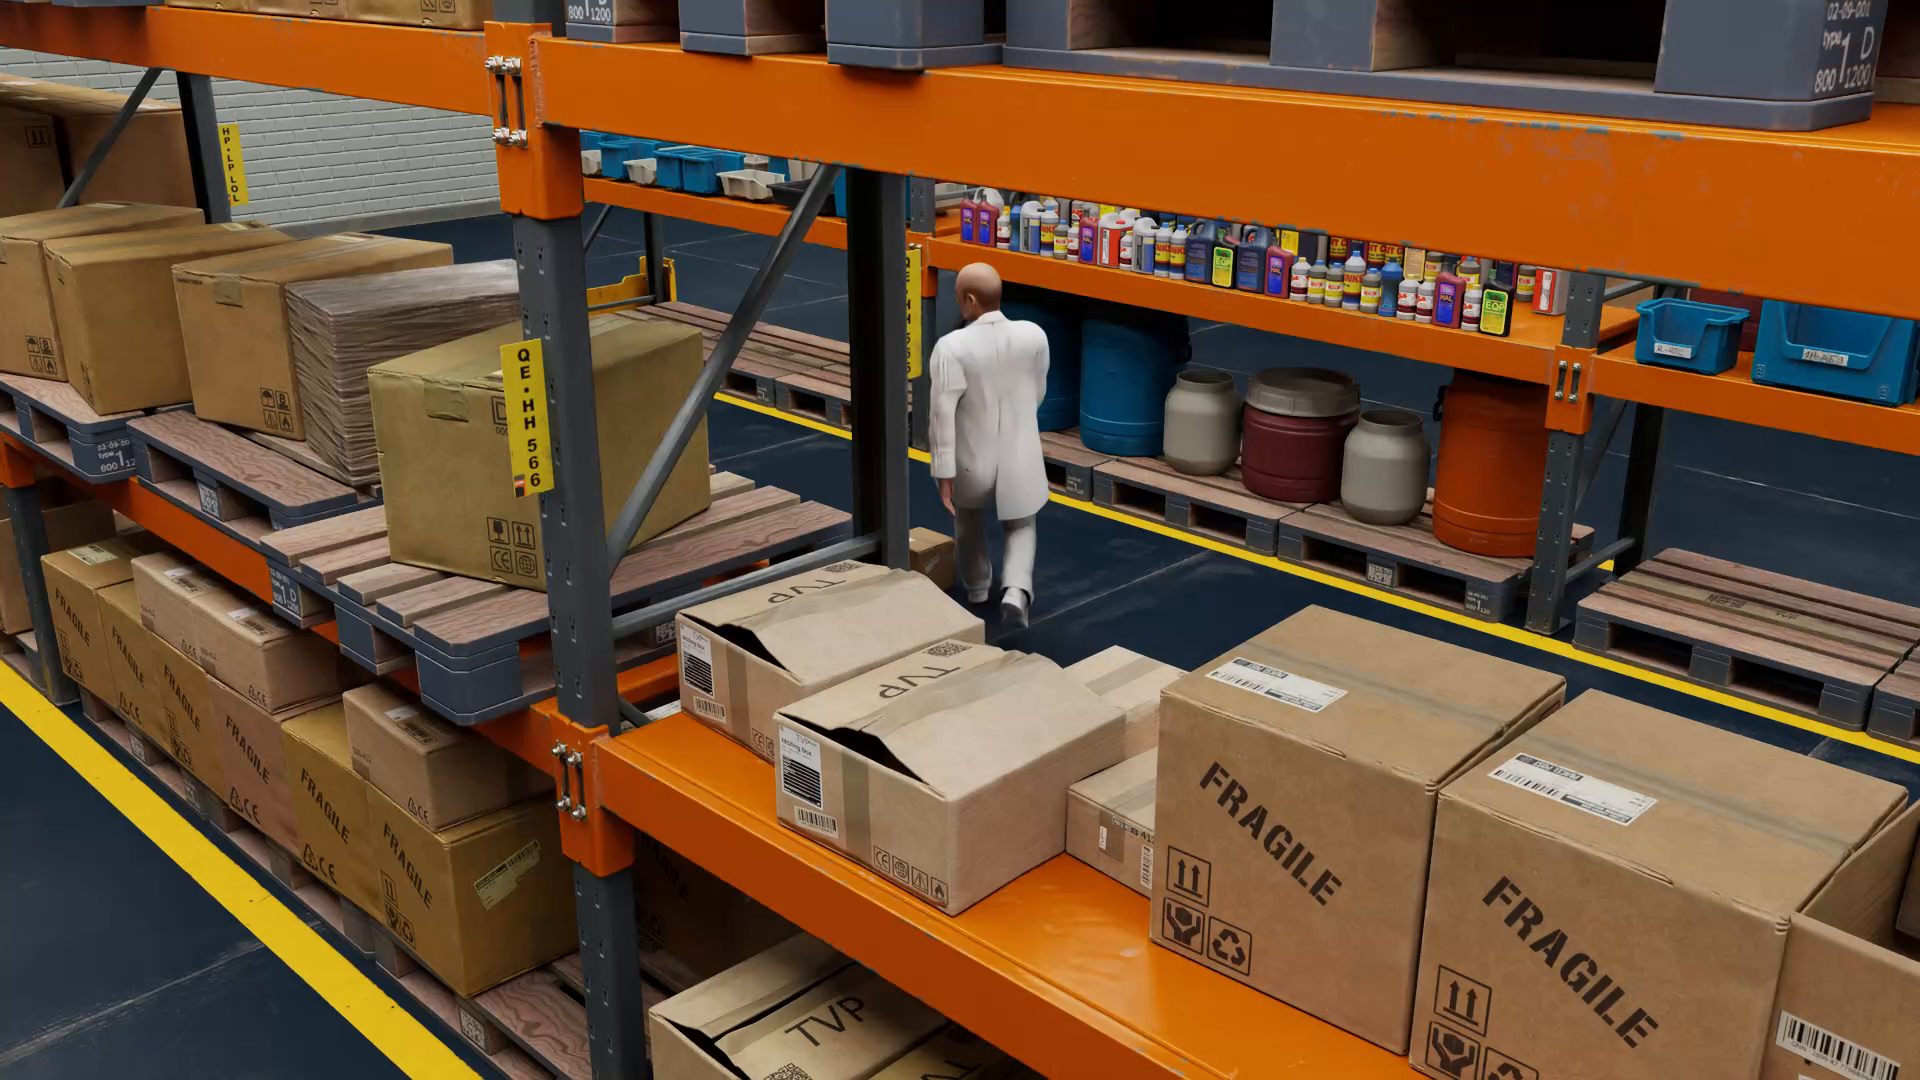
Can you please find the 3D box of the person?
[{"bbox_3d":[0.117,-0.422,7.383,0.572,1.667,1.056,-3,20,-7],"label":"person"}]
